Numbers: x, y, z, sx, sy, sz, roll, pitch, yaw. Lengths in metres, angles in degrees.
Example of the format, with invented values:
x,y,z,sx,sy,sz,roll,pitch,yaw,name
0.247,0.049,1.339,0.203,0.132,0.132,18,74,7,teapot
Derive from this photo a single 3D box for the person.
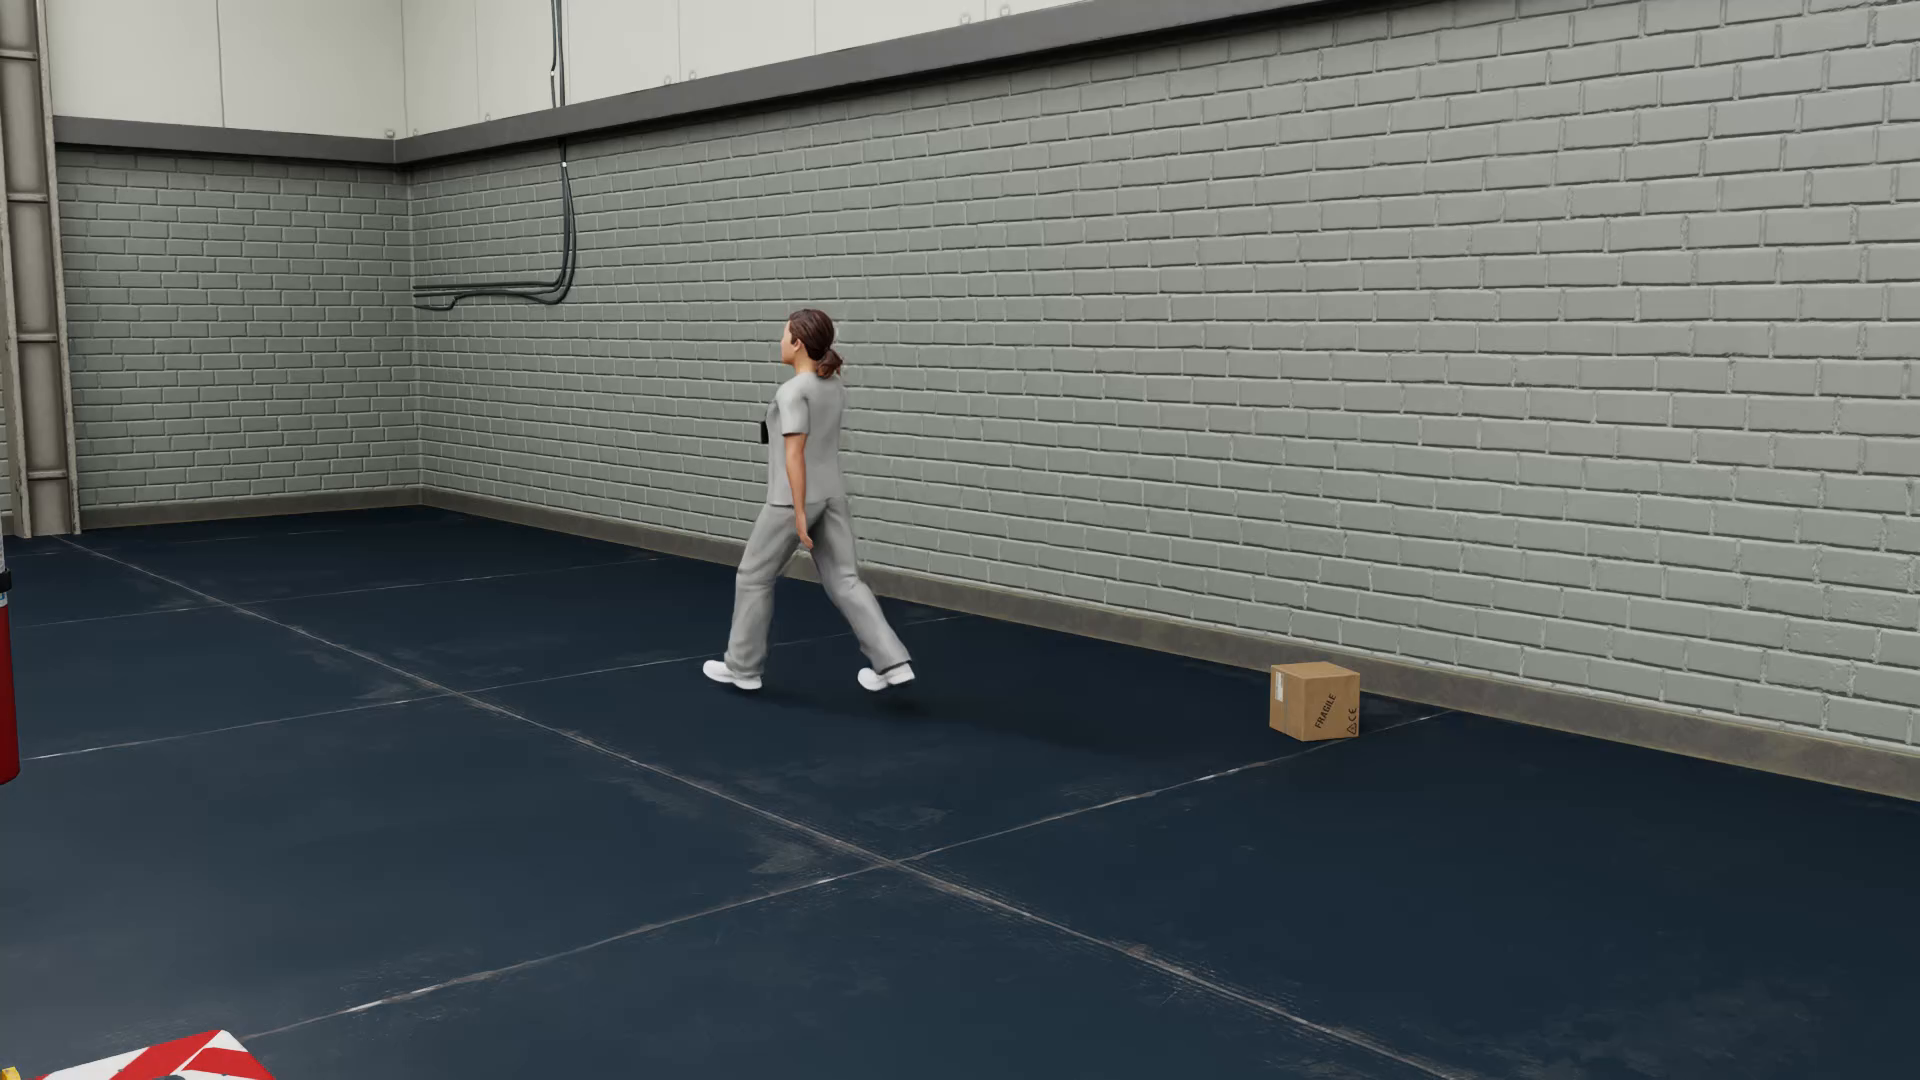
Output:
x,y,z,sx,sy,sz,roll,pitch,yaw,name
-0.644,-0.152,6.955,1.046,1.617,0.444,5,9,36,person
